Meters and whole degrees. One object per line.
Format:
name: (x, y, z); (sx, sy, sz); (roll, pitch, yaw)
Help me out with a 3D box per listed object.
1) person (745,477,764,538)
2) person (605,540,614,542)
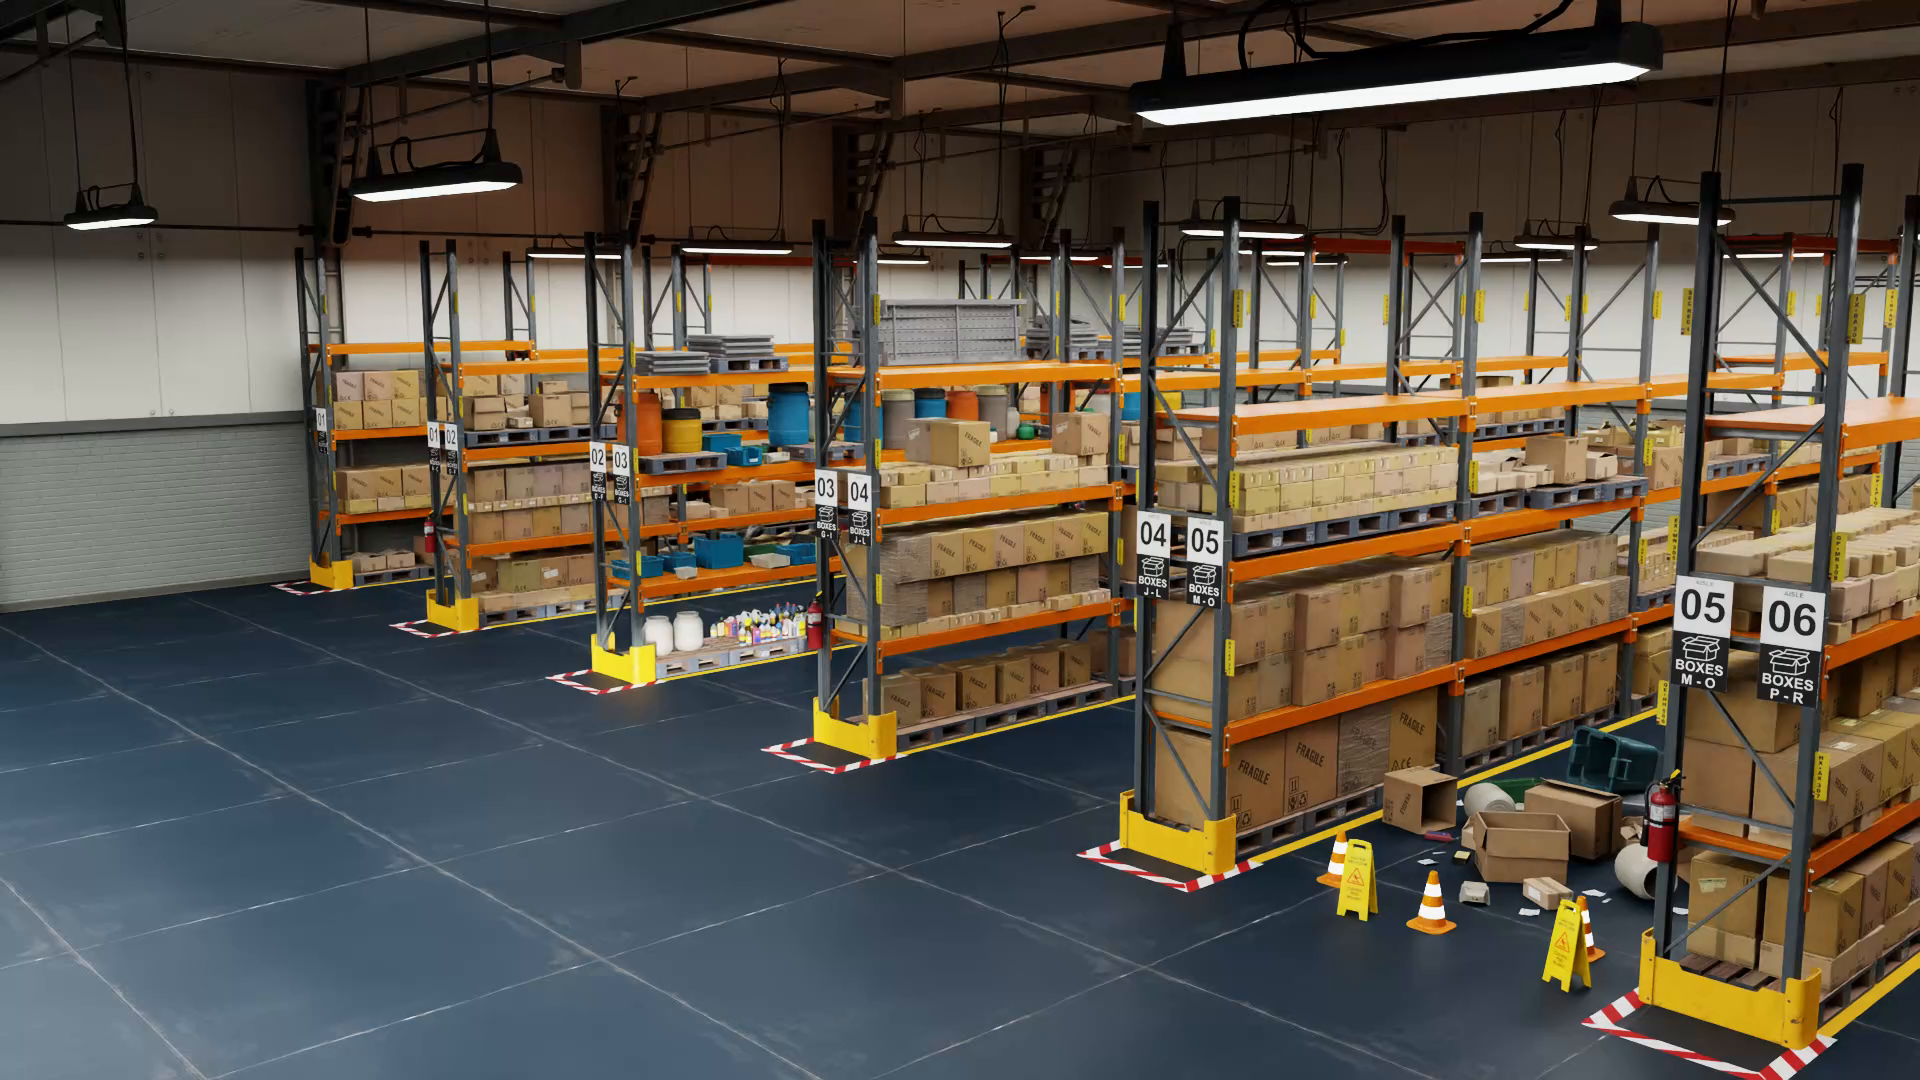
person: (-4.254, -0.636, 33.895); (0.493, 1.651, 0.521); (-4, 9, -24)
person: (-6.659, -0.226, 30.783); (0.545, 1.772, 0.594); (-5, 10, -30)
